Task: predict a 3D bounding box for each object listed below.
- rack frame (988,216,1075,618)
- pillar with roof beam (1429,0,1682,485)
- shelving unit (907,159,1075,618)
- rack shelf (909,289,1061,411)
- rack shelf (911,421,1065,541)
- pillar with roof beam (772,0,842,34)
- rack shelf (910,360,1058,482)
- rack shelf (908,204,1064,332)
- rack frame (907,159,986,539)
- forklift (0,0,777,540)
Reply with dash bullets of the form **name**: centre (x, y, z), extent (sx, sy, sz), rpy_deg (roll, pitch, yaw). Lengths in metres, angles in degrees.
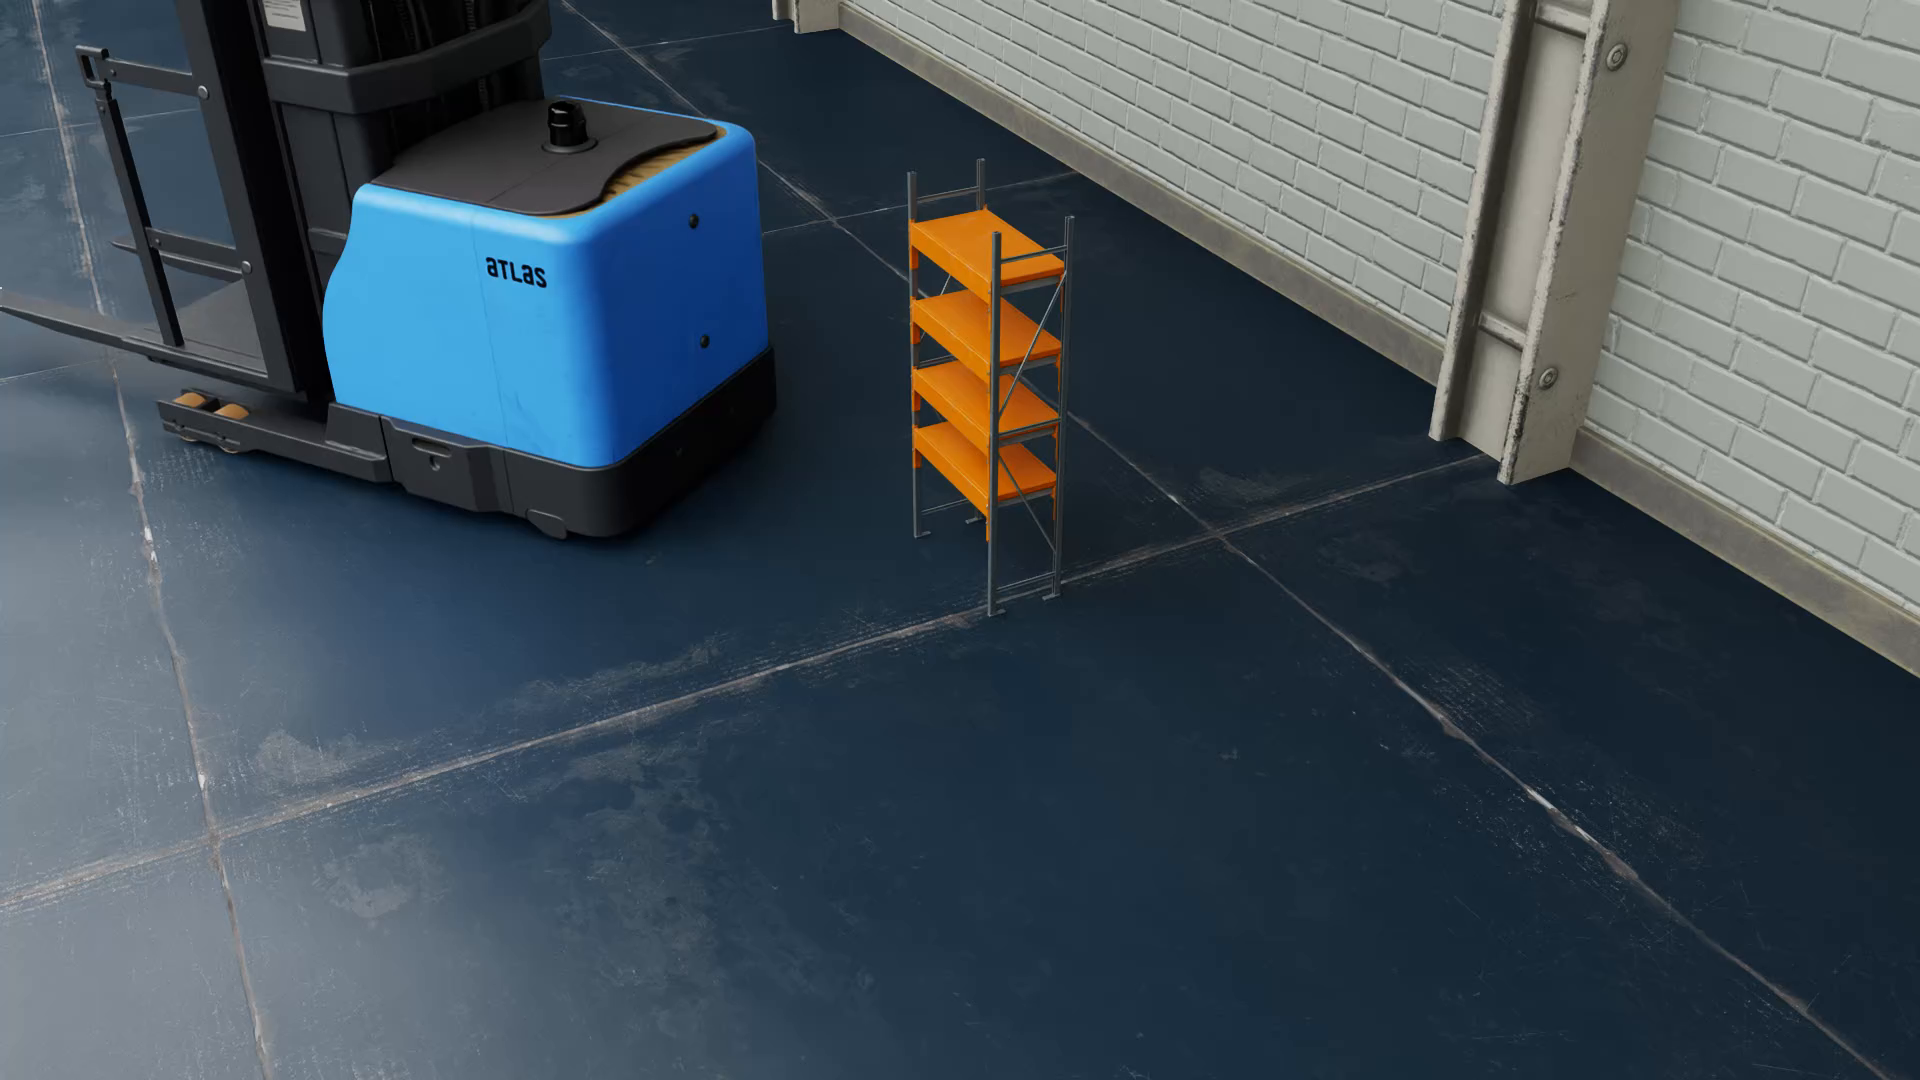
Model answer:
- **rack frame**: centre (0.191, -0.310, 4.621), extent (0.240, 1.200, 0.015), rpy_deg (-16, 36, -23)
- **pillar with roof beam**: centre (-1.942, -3.020, 1.622), extent (9.100, 9.000, 0.400), rpy_deg (-16, 36, -23)
- **shelving unit**: centre (0.077, -0.426, 4.803), extent (0.258, 1.200, 0.503), rpy_deg (-16, 36, -23)
- **rack shelf**: centre (0.077, -0.558, 4.719), extent (0.258, 0.148, 0.480), rpy_deg (-16, 36, -23)
- **rack shelf**: centre (0.077, -0.202, 4.946), extent (0.258, 0.148, 0.480), rpy_deg (-16, 36, -23)
- **pillar with roof beam**: centre (-4.740, -5.883, 6.091), extent (9.100, 9.000, 0.400), rpy_deg (-16, 36, -23)
- **rack shelf**: centre (0.077, -0.370, 4.839), extent (0.258, 0.148, 0.480), rpy_deg (-16, 36, -23)
- **rack shelf**: centre (0.077, -0.757, 4.591), extent (0.258, 0.148, 0.480), rpy_deg (-16, 36, -23)
- **rack frame**: centre (-0.037, -0.543, 4.985), extent (0.240, 1.200, 0.015), rpy_deg (-16, 36, -23)
- **forklift**: centre (-2.200, -1.771, 5.297), extent (3.031, 2.935, 1.130), rpy_deg (14, 35, 21)
